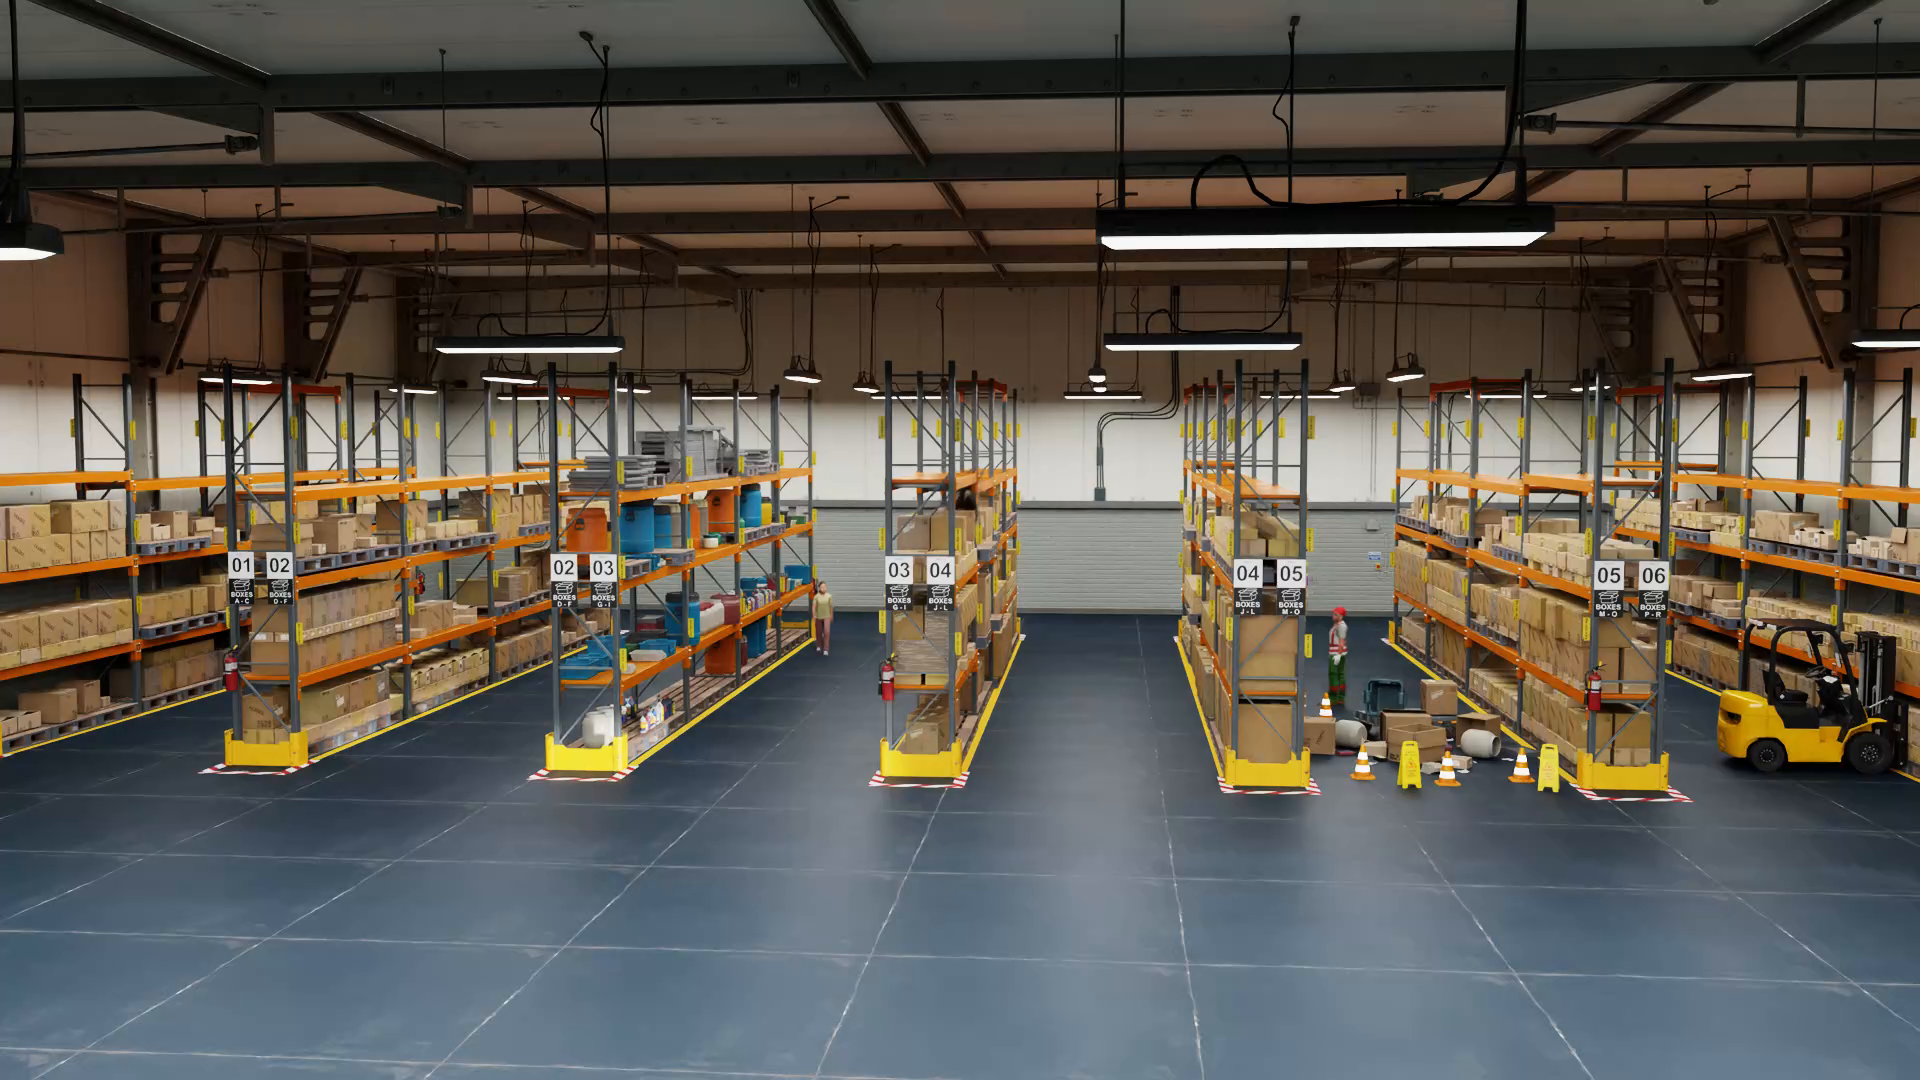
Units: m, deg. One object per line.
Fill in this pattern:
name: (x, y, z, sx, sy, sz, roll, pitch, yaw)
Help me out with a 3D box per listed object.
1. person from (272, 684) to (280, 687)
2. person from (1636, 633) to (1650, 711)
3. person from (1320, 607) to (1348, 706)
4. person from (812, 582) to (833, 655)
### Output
person: (-12.143, 2.207, 29.968, 0.412, 1.624, 0.665, 0, 4, 2)
person: (11.456, 2.376, 28.082, 0.378, 1.625, 0.487, 3, 5, 34)
person: (6.860, 2.114, 30.411, 0.475, 1.790, 0.609, 2, 4, 22)
person: (-3.072, 1.741, 37.165, 0.470, 1.621, 1.015, 0, 4, -4)
